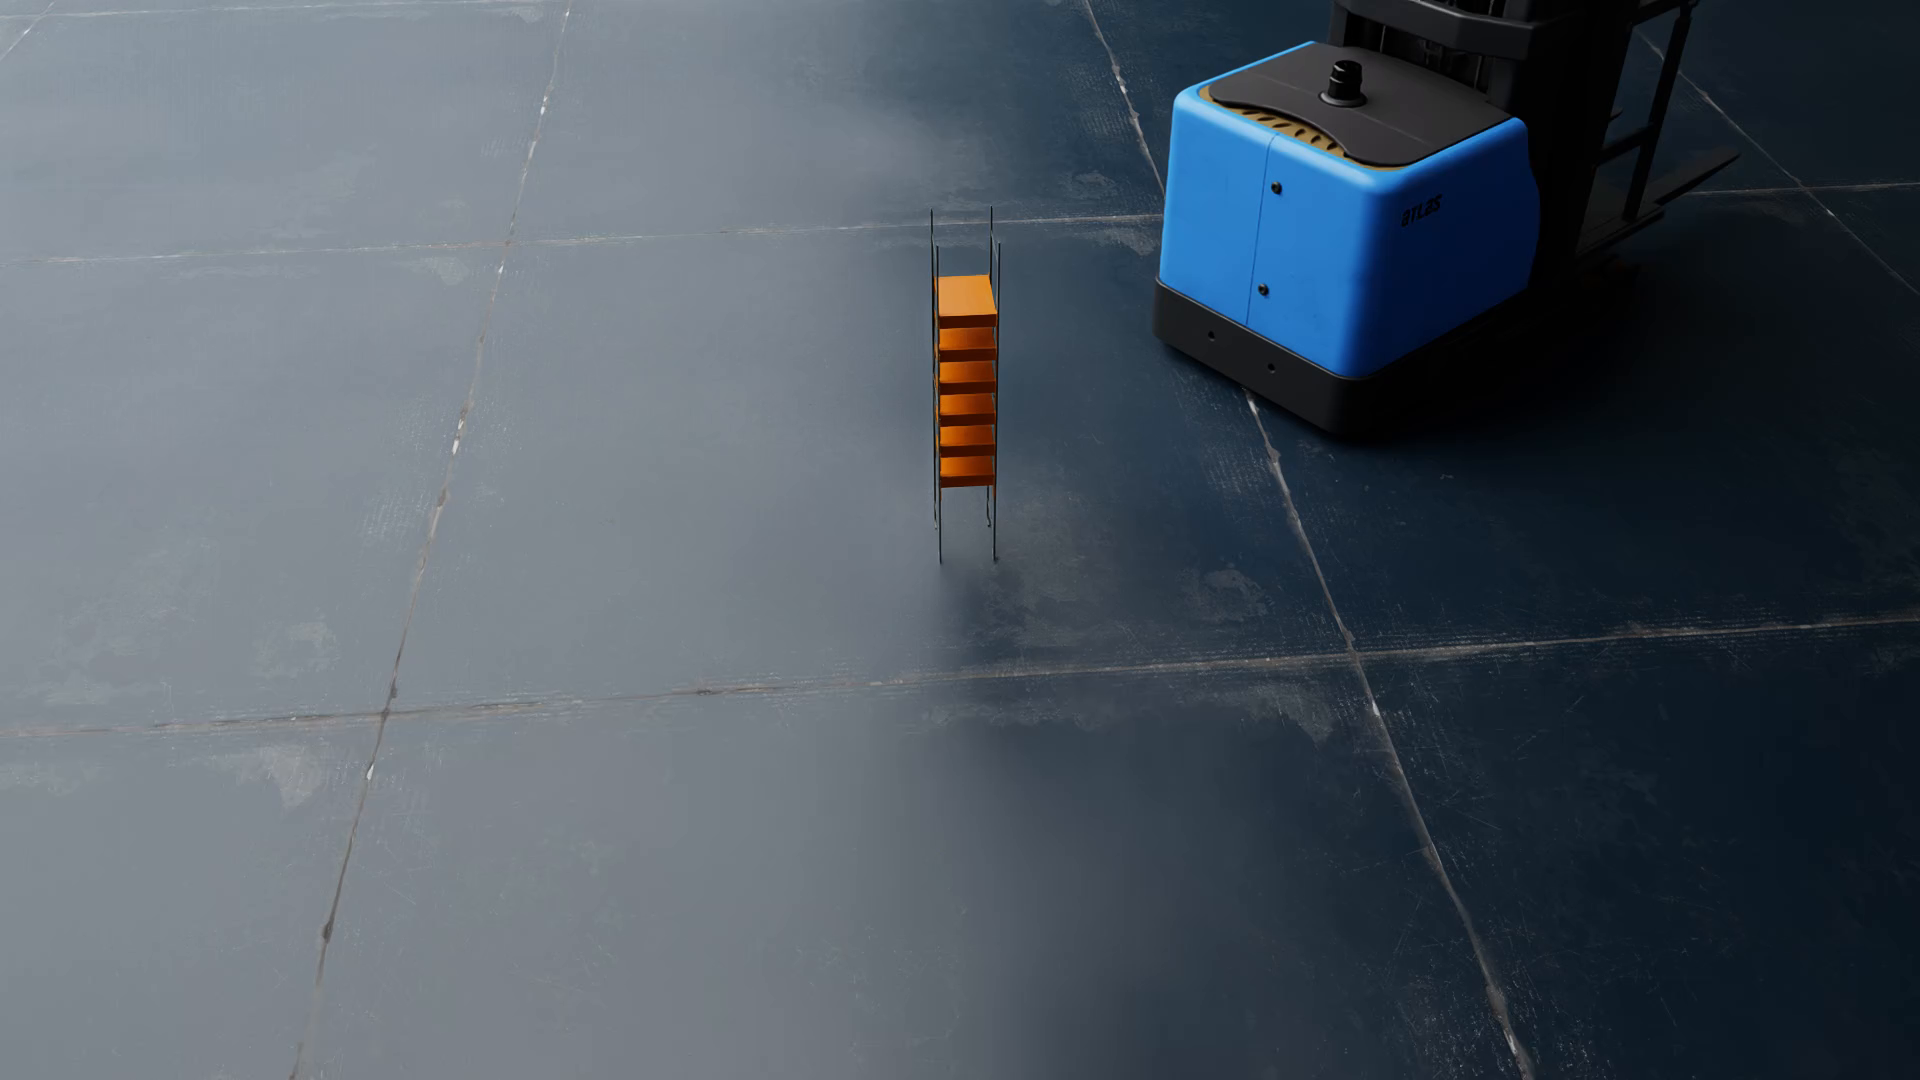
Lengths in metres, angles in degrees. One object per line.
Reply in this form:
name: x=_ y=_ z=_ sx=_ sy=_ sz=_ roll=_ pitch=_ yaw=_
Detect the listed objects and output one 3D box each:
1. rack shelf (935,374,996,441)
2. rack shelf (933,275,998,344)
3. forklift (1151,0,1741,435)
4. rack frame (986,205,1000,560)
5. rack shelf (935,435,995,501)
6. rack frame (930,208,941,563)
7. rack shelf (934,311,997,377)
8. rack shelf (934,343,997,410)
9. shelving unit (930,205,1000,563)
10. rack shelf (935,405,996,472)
rack shelf: x=0.014 y=-0.437 z=5.377 sx=0.180 sy=0.103 sz=0.258 roll=-3 pitch=38 yaw=-4
rack shelf: x=0.014 y=-0.720 z=5.154 sx=0.180 sy=0.103 sz=0.258 roll=-3 pitch=38 yaw=-4
forklift: x=2.215 y=-2.308 z=6.278 sx=3.031 sy=2.935 sz=1.130 roll=-28 pitch=46 yaw=-31
rack frame: x=0.106 y=-0.477 z=5.355 sx=0.006 sy=1.200 sz=0.240 roll=-3 pitch=38 yaw=-4
rack shelf: x=0.014 y=-0.249 z=5.525 sx=0.180 sy=0.103 sz=0.258 roll=-3 pitch=38 yaw=-4
rack frame: x=-0.077 y=-0.467 z=5.343 sx=0.006 sy=1.200 sz=0.240 roll=-3 pitch=38 yaw=-4
rack shelf: x=0.014 y=-0.625 z=5.228 sx=0.180 sy=0.103 sz=0.258 roll=-3 pitch=38 yaw=-4
rack shelf: x=0.014 y=-0.531 z=5.302 sx=0.180 sy=0.103 sz=0.258 roll=-3 pitch=38 yaw=-4
shelving unit: x=0.014 y=-0.472 z=5.349 sx=0.189 sy=1.200 sz=0.258 roll=-3 pitch=38 yaw=-4
rack shelf: x=0.014 y=-0.343 z=5.451 sx=0.180 sy=0.103 sz=0.258 roll=-3 pitch=38 yaw=-4
